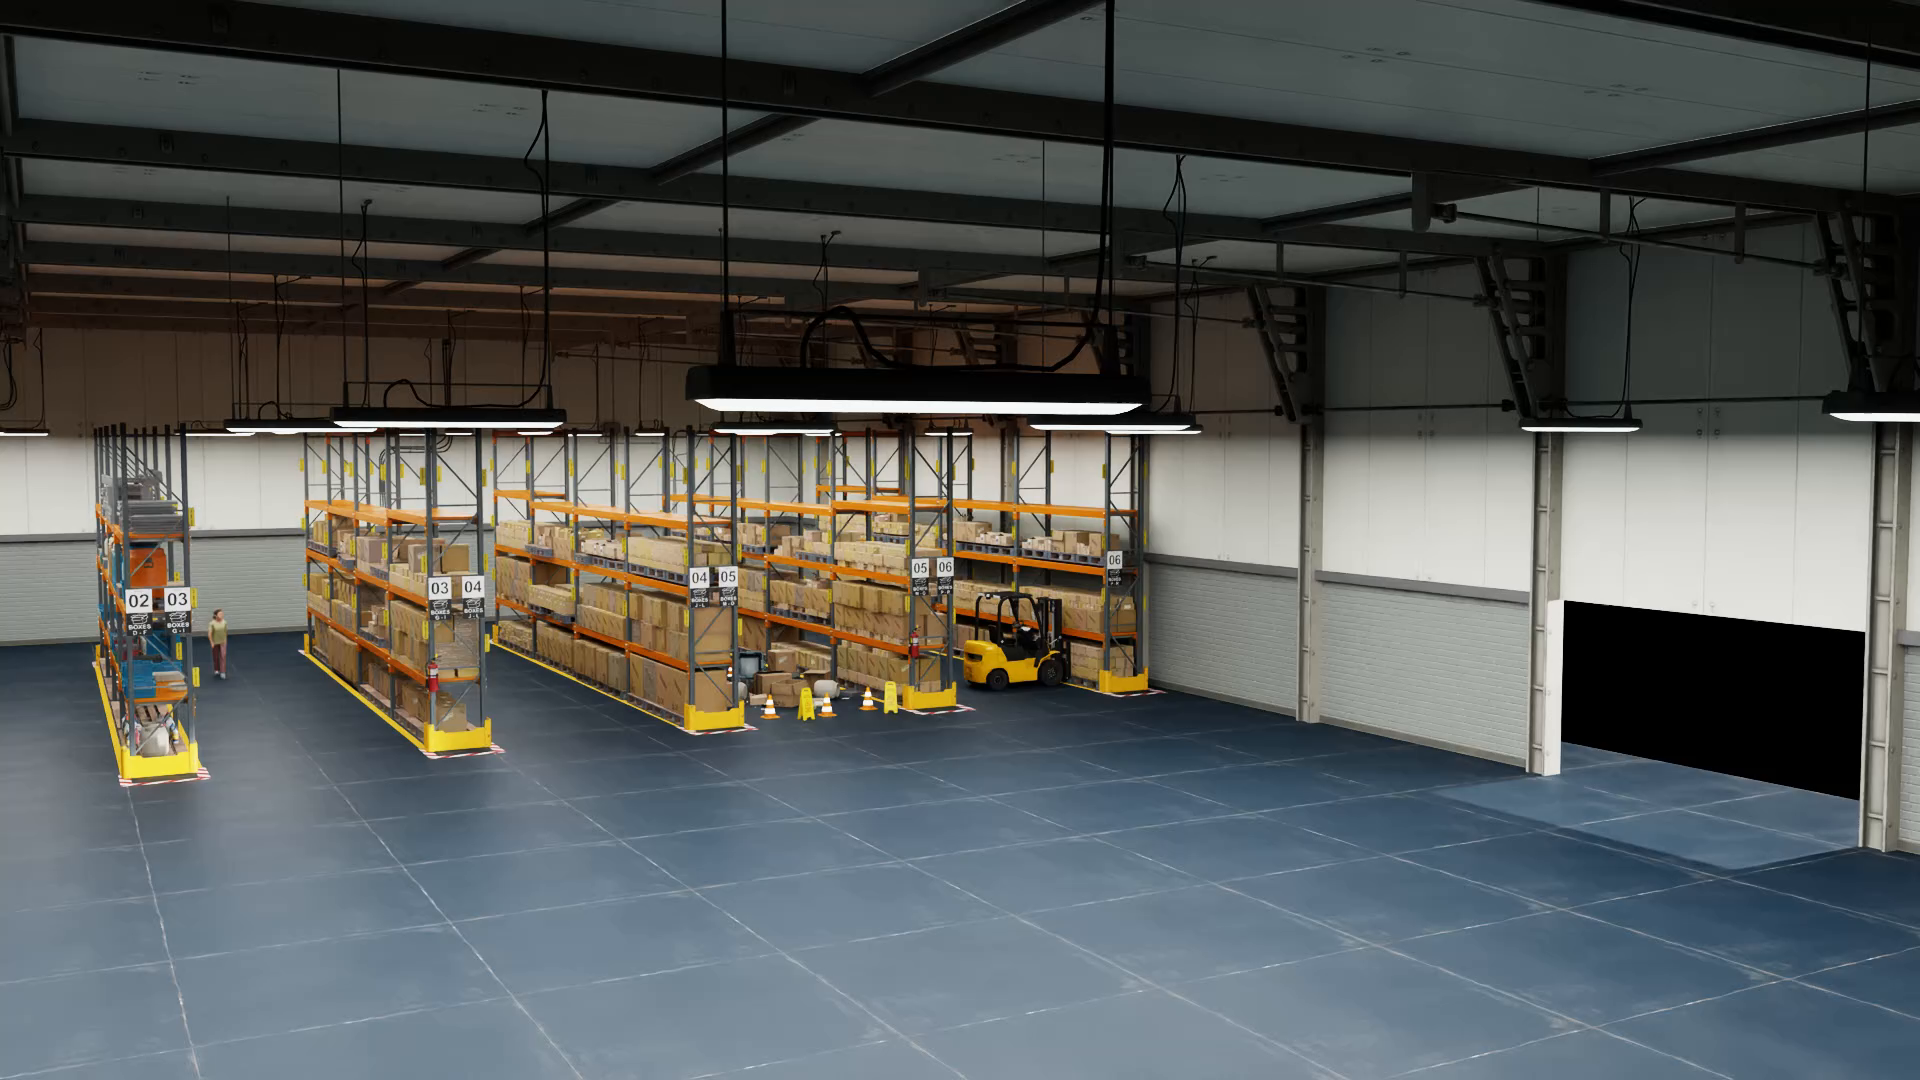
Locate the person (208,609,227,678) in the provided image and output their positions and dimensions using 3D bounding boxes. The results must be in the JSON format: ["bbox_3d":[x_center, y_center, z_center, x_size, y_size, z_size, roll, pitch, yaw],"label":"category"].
[{"bbox_3d":[-17.854,2.475,39.989,0.418,1.603,1.054,-2,4,-25],"label":"person"}]
